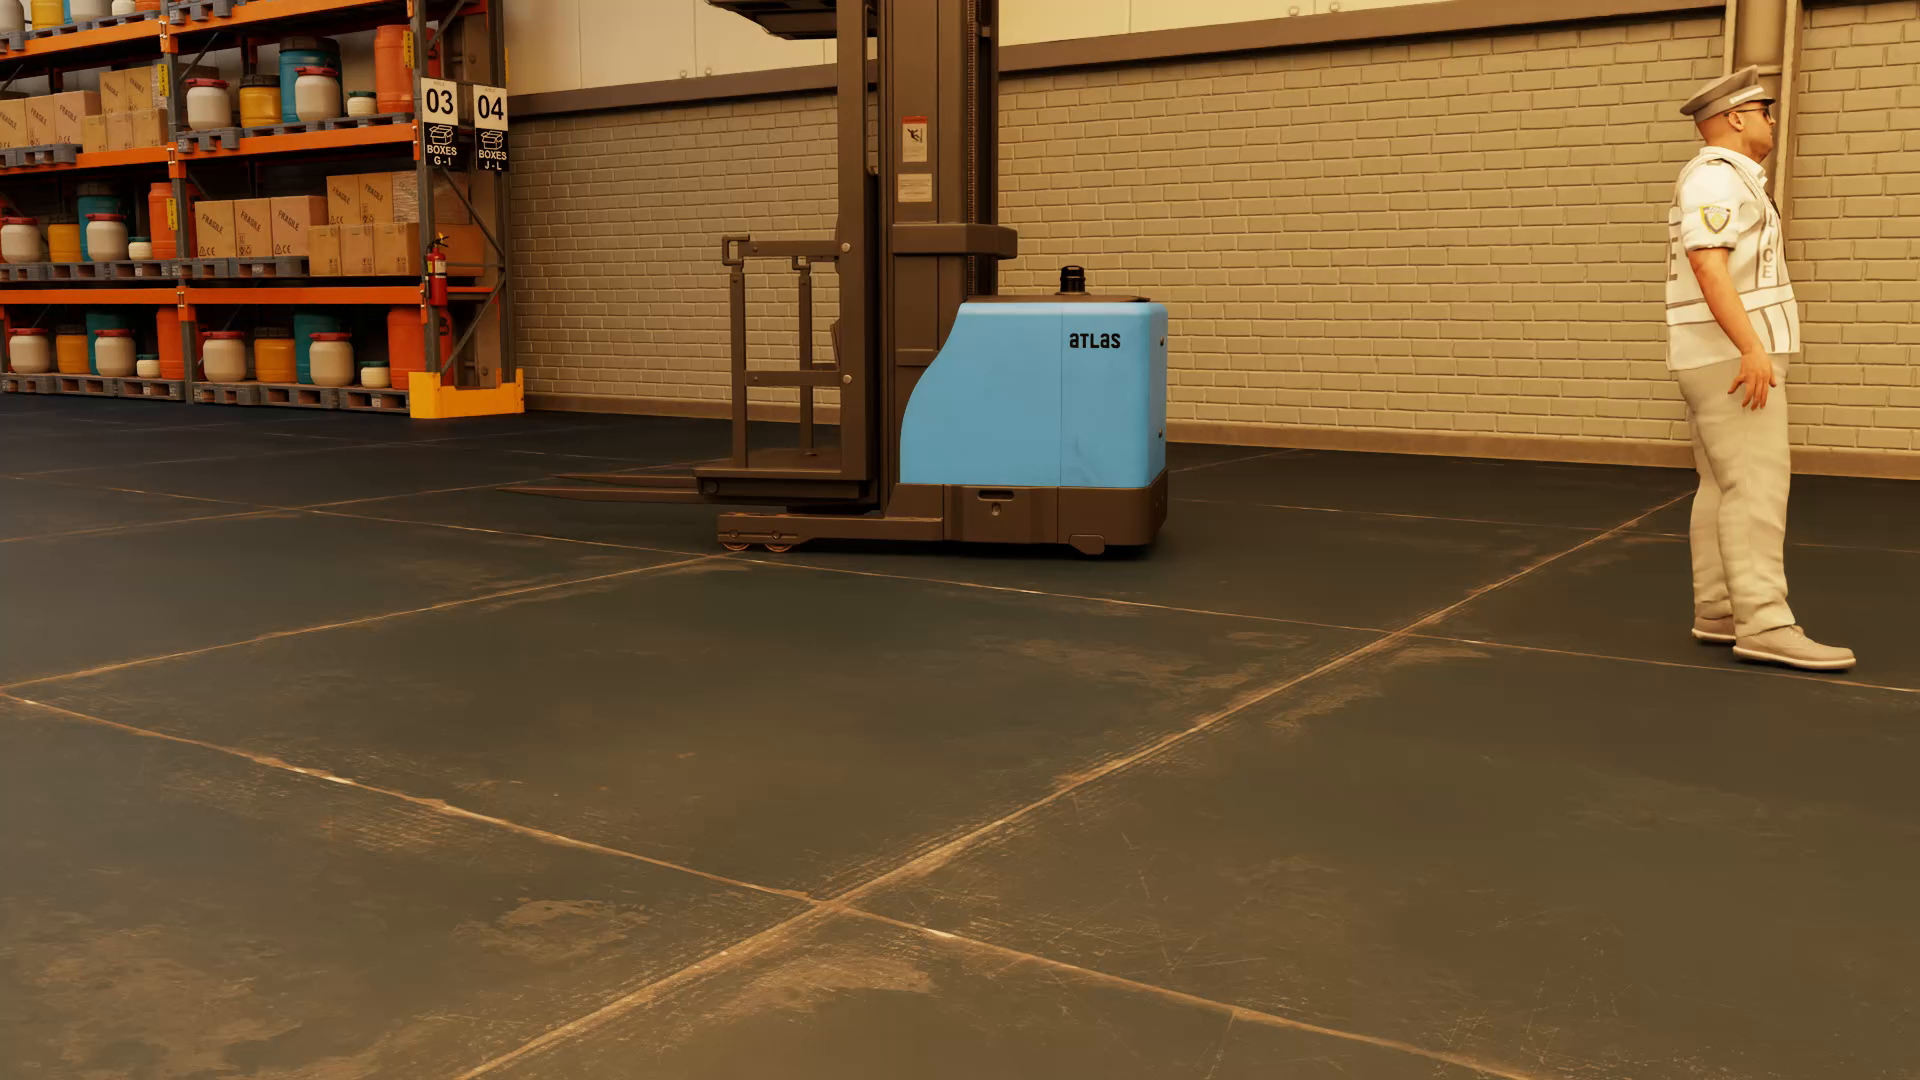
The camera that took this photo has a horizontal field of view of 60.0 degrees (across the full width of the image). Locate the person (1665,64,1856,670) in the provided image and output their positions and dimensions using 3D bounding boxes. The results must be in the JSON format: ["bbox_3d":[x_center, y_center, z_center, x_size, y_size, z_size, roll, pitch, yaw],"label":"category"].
[{"bbox_3d":[2.455,-0.549,5.089,0.575,1.778,0.639,3,9,22],"label":"person"}]

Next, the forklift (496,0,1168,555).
[{"bbox_3d":[-0.596,-1.469,7.520,3.031,2.935,1.130,2,8,12],"label":"forklift"}]
